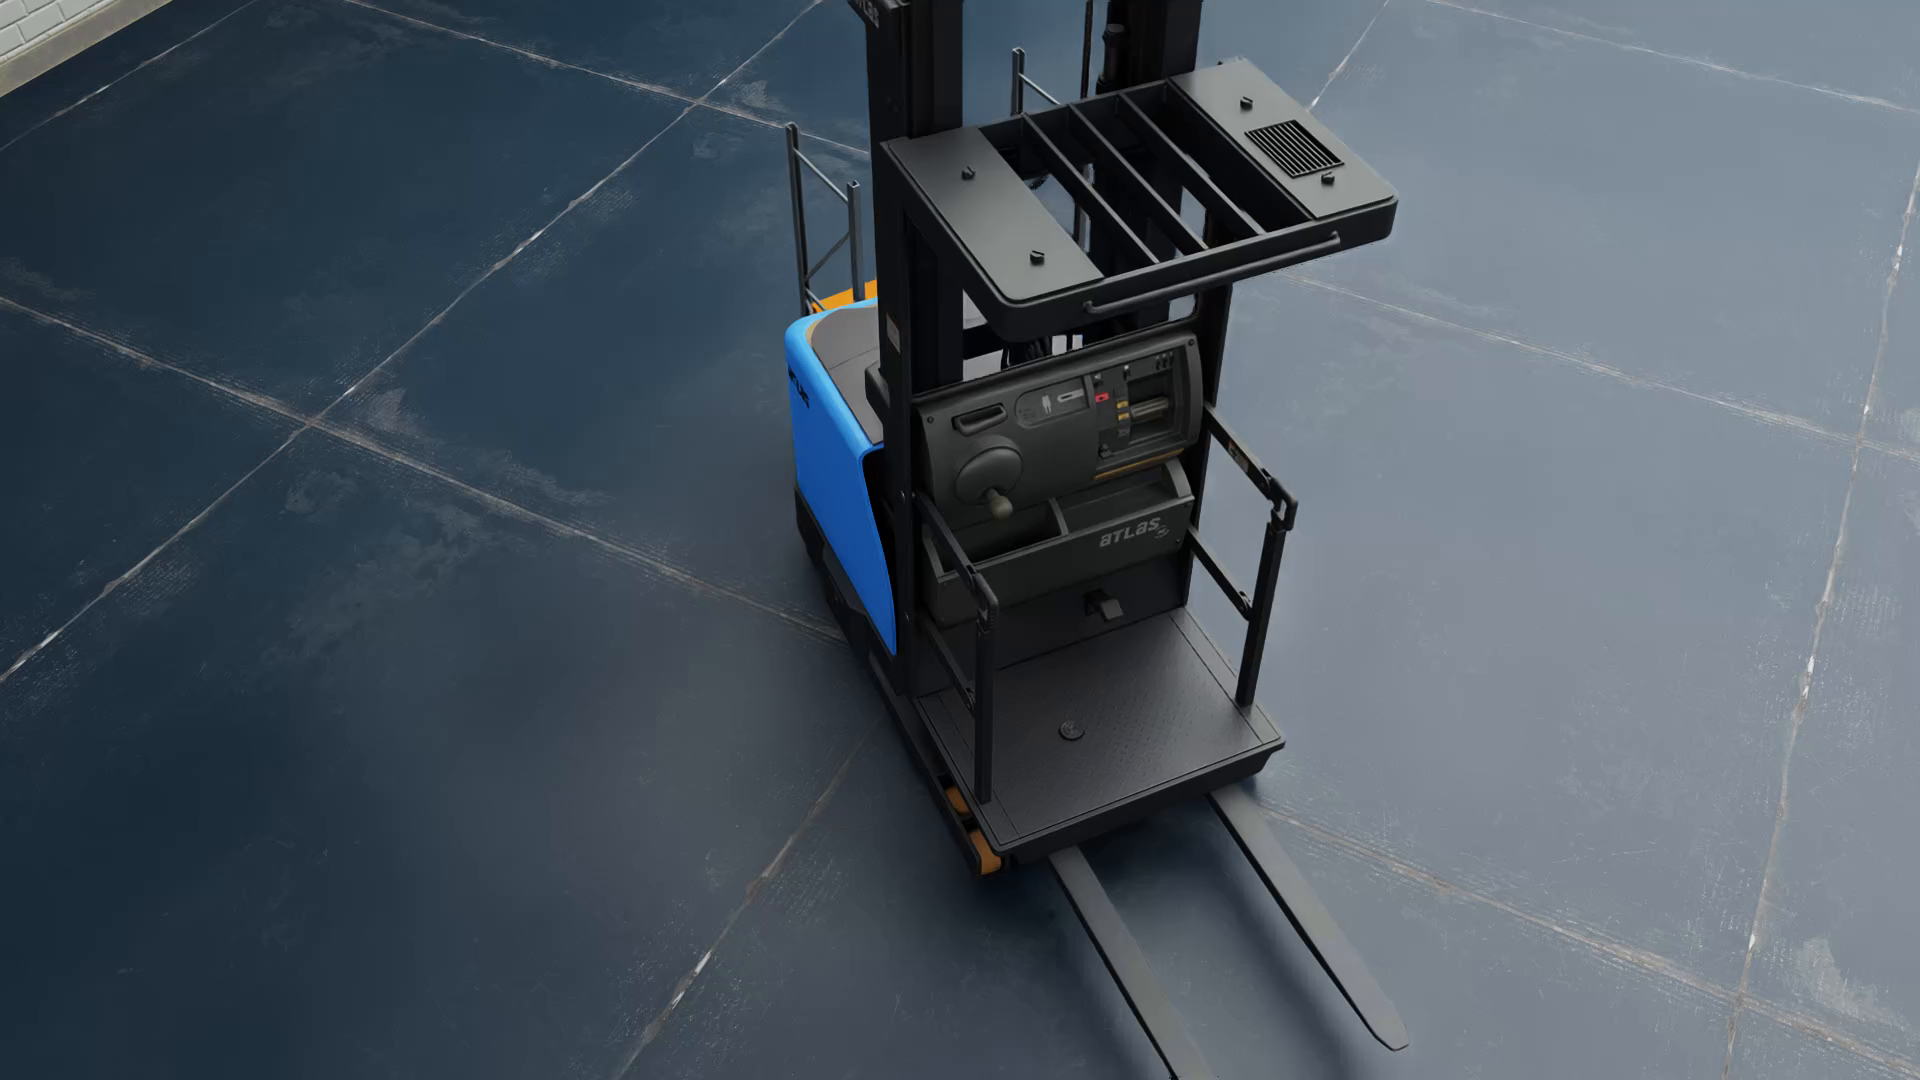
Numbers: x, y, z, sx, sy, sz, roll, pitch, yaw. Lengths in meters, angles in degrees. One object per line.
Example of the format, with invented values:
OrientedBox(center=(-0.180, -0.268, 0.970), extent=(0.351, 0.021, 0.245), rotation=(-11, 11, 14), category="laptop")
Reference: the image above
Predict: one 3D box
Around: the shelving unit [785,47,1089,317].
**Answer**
OrientedBox(center=(-3.545, 3.954, 1.577), extent=(14.694, 1.800, 8.969), rotation=(-25, 50, -22), category="shelving unit")

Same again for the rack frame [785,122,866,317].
OrientedBox(center=(-0.501, -0.872, 6.557), extent=(0.032, 1.500, 0.500), rotation=(-25, 50, -22), category="rack frame")

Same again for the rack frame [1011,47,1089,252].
OrientedBox(center=(-3.537, 3.968, 1.563), extent=(14.686, 1.800, 8.925), rotation=(-25, 50, -22), category="rack frame")

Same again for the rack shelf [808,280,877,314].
OrientedBox(center=(-0.073, -0.941, 6.878), extent=(1.000, 0.185, 0.538), rotation=(-25, 50, -22), category="rack shelf")

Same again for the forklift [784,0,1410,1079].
OrientedBox(center=(0.413, -0.255, 4.942), extent=(1.130, 2.935, 3.031), rotation=(-18, 48, -17), category="forklift")
